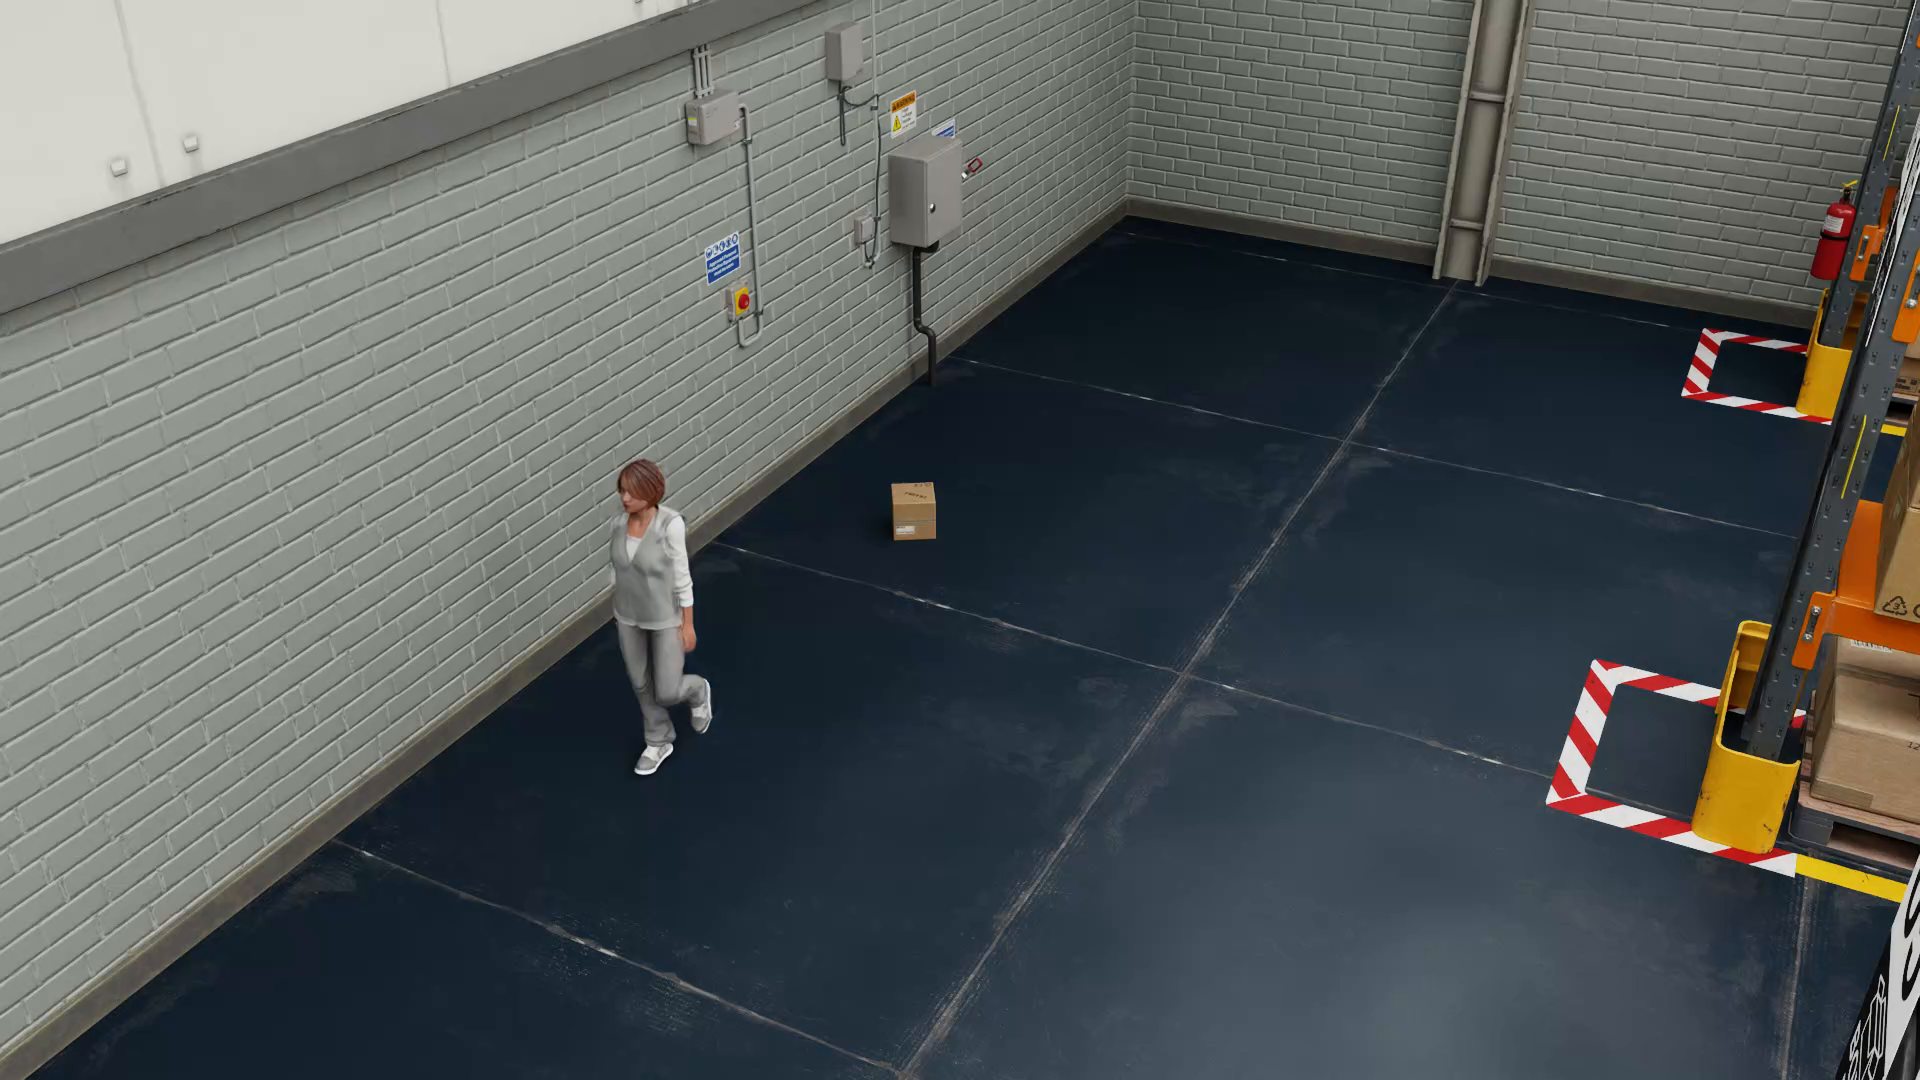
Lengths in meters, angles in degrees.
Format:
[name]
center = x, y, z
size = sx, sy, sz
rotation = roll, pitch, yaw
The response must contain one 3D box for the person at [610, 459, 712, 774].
[person]
center = -1.393, 0.341, 7.656
size = 0.434, 1.588, 0.487
rotation = 11, 32, 18
